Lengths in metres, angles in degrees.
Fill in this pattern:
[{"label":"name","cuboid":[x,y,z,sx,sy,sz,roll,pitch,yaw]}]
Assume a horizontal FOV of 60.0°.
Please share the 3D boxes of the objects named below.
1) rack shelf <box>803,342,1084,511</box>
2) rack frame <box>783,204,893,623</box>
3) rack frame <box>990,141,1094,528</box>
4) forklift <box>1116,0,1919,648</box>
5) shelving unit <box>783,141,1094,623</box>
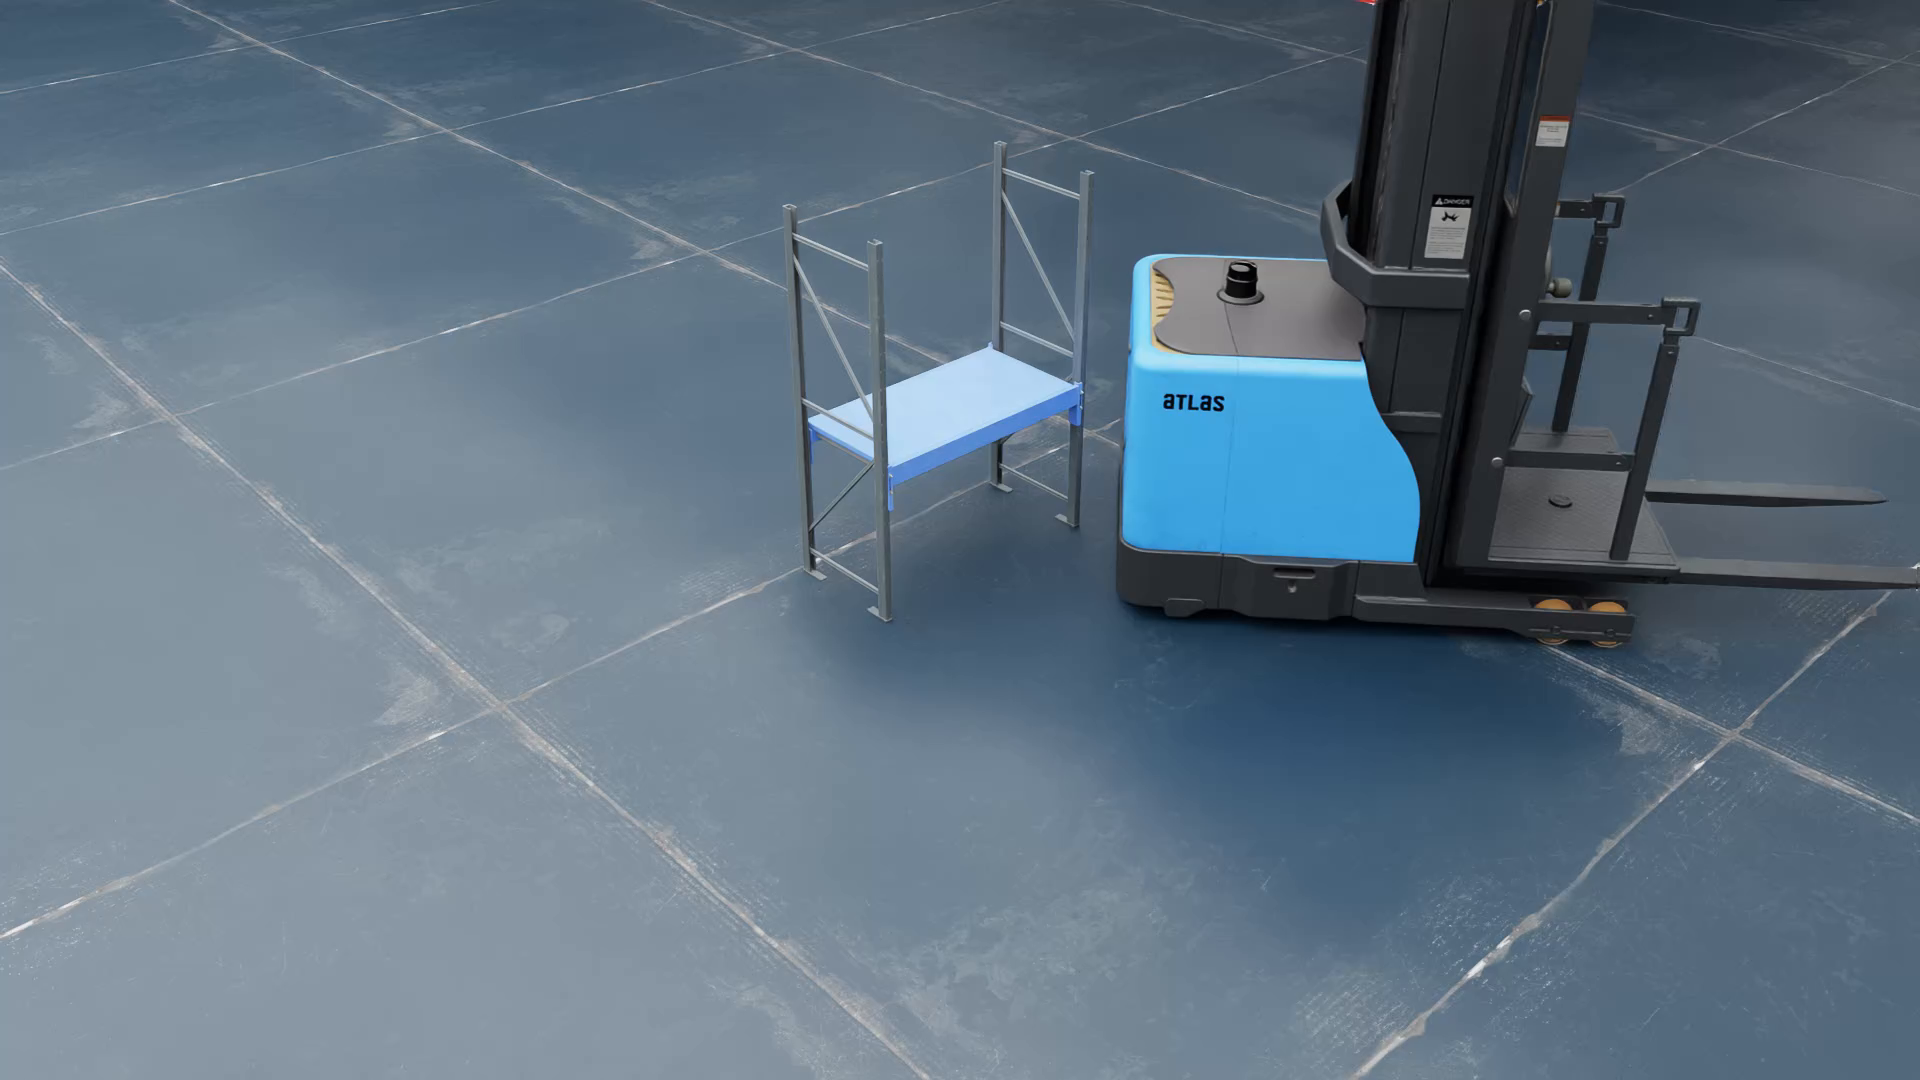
[{"label":"rack shelf","cuboid":[-0.063,-0.456,6.403,1.000,0.185,0.538,-26,40,-35]},{"label":"rack frame","cuboid":[-0.435,-0.429,6.014,0.032,1.500,0.500,-26,40,-35]},{"label":"rack frame","cuboid":[0.310,-0.790,6.604,0.032,1.500,0.500,-26,40,-35]},{"label":"forklift","cuboid":[2.138,-1.147,5.816,3.031,2.935,1.130,3,32,5]},{"label":"shelving unit","cuboid":[-0.063,-0.610,6.309,1.048,1.500,0.538,-26,40,-35]}]
